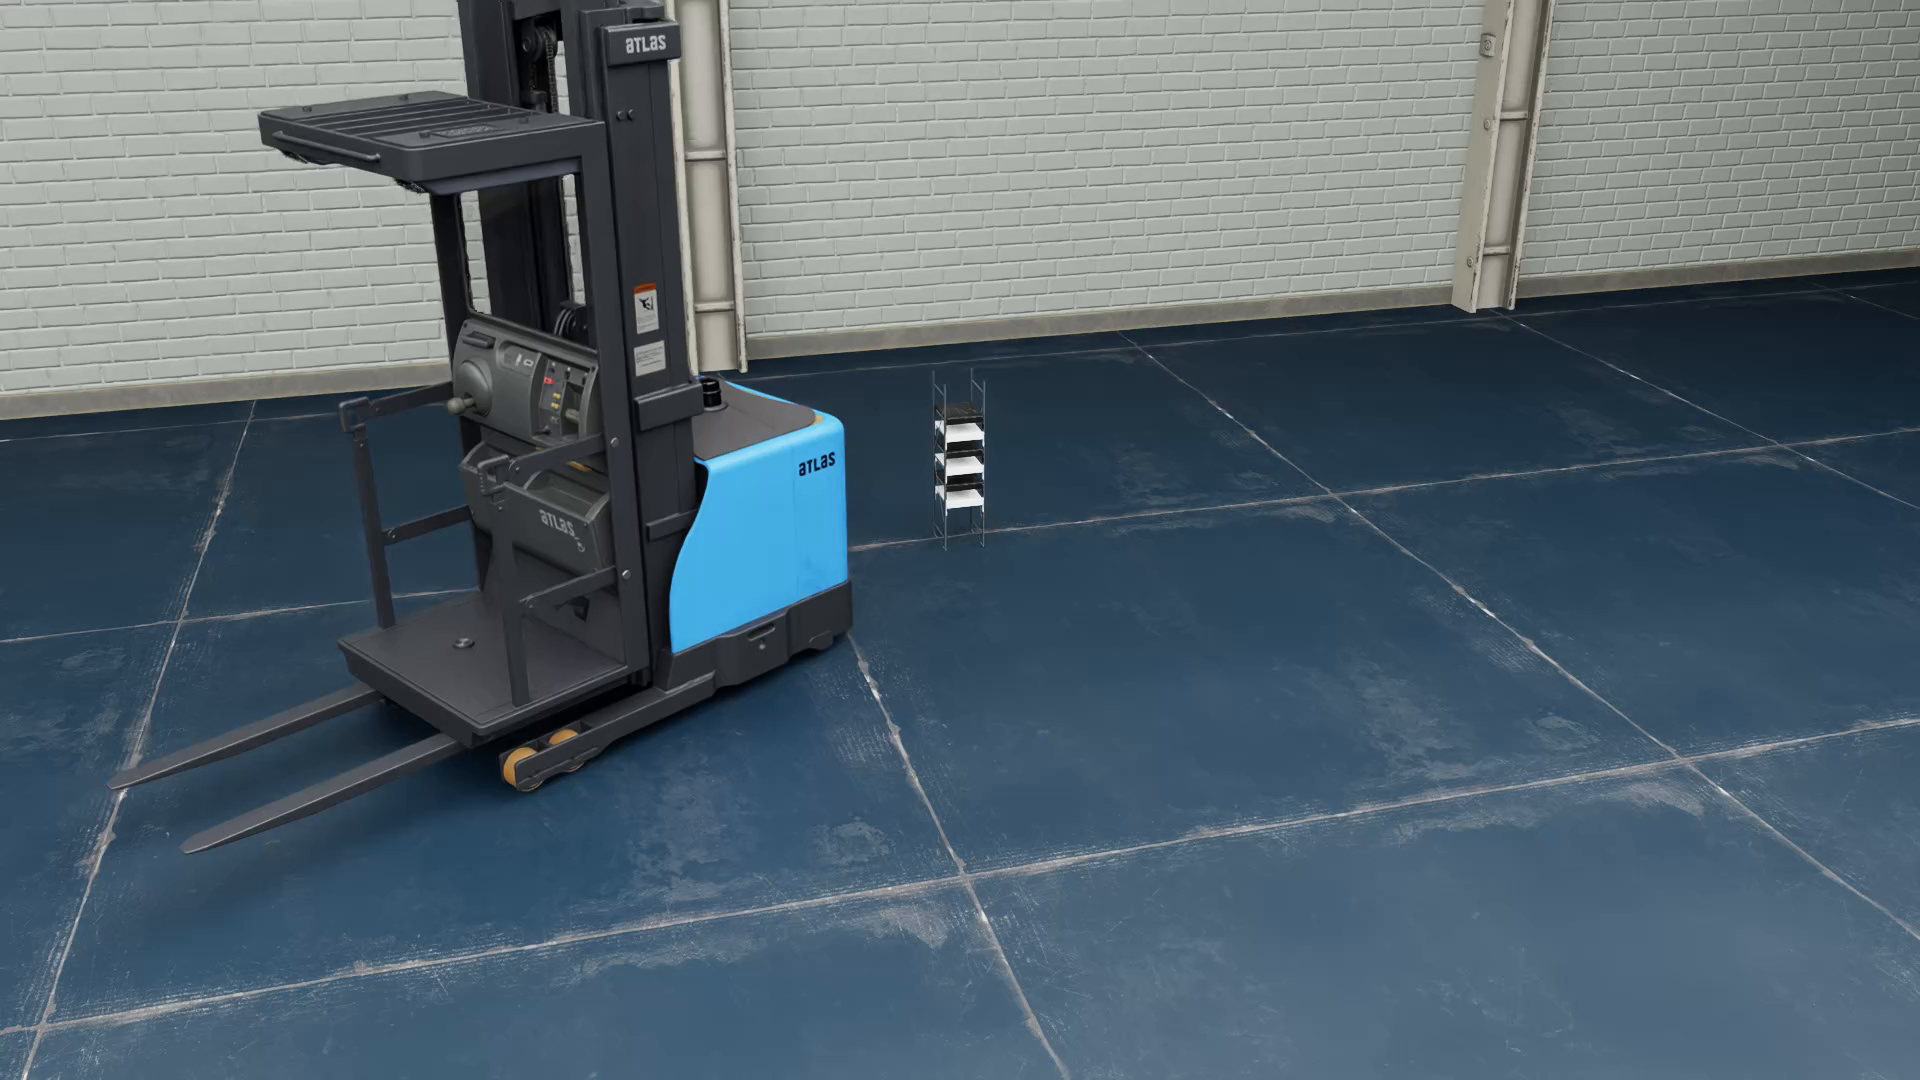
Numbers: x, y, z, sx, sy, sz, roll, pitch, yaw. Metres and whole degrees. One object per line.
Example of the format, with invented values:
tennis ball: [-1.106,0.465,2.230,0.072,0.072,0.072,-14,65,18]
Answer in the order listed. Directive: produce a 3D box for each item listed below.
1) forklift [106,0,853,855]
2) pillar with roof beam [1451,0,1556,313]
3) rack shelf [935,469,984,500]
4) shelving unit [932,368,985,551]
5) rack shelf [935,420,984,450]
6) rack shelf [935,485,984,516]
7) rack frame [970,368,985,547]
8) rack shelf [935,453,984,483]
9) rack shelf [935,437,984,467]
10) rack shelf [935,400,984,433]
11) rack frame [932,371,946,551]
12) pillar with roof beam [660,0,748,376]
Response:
forklift: [-1.864,-0.596,6.423,1.130,2.935,3.031,20,30,39]
pillar with roof beam: [5.249,-4.335,7.441,0.400,9.000,9.100,-6,24,-14]
rack shelf: [-0.008,-0.299,8.619,0.200,0.077,0.258,-6,24,-14]
shelving unit: [-0.008,-0.413,8.571,0.210,0.900,0.258,-6,24,-14]
rack shelf: [-0.008,-0.547,8.513,0.200,0.077,0.258,-6,24,-14]
rack shelf: [-0.008,-0.217,8.655,0.200,0.077,0.258,-6,24,-14]
rack frame: [0.090,-0.424,8.596,0.006,0.900,0.240,-6,24,-14]
rack shelf: [-0.008,-0.382,8.584,0.200,0.077,0.258,-6,24,-14]
rack shelf: [-0.008,-0.465,8.548,0.200,0.077,0.258,-6,24,-14]
rack shelf: [-0.008,-0.630,8.477,0.200,0.077,0.258,-6,24,-14]
rack frame: [-0.106,-0.402,8.545,0.006,0.900,0.240,-6,24,-14]
pillar with roof beam: [-0.528,-3.696,5.951,0.400,9.000,9.100,-6,24,-14]
